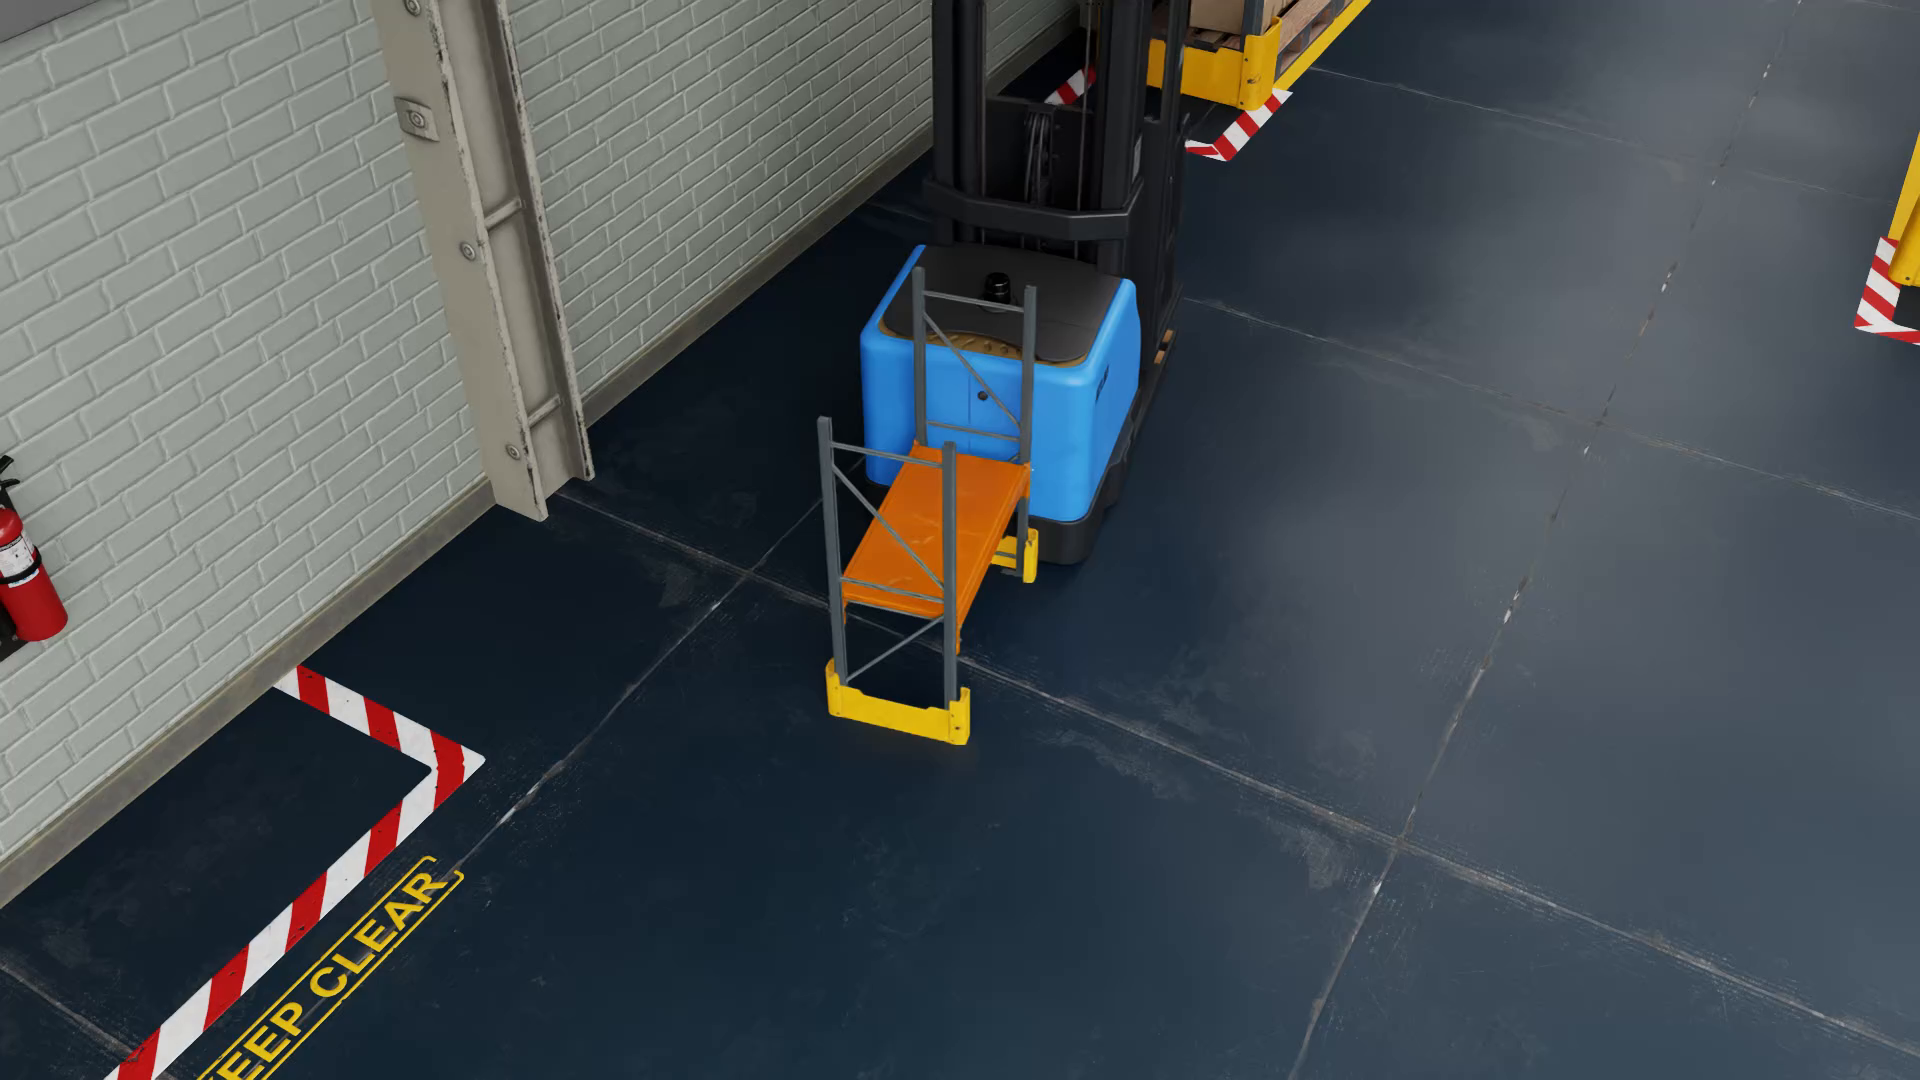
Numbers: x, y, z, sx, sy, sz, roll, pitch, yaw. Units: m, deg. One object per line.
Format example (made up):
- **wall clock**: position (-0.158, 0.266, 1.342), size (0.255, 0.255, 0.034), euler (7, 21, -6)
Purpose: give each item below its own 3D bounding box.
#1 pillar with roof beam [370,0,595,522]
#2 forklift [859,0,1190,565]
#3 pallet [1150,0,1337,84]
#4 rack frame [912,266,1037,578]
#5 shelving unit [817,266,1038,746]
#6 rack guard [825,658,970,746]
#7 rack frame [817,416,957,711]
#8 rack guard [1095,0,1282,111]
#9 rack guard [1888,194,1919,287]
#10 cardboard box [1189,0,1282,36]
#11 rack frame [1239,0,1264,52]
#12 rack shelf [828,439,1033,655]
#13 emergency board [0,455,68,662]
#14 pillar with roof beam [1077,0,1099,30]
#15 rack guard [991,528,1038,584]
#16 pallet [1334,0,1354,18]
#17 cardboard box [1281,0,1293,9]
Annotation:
- **pillar with roof beam**: position (1.763, -2.200, 3.255), size (9.100, 9.000, 0.400), euler (21, 45, 22)
- **forklift**: position (0.495, -1.976, 7.591), size (1.130, 2.935, 3.031), euler (12, 43, 13)
- **pallet**: position (1.912, -3.569, 11.459), size (1.003, 0.211, 1.213), euler (21, 45, 22)
- **rack frame**: position (0.054, -0.451, 6.943), size (0.500, 1.500, 0.032), euler (12, 43, 13)
- **shelving unit**: position (-0.097, -0.137, 6.586), size (0.587, 1.500, 1.083), euler (12, 43, 13)
- **rack guard**: position (-0.248, 0.646, 6.643), size (0.587, 0.250, 0.087), euler (12, 43, 13)
- **rack frame**: position (-0.254, 0.189, 6.216), size (0.500, 1.500, 0.032), euler (12, 43, 13)
- **rack guard**: position (1.475, -3.225, 10.849), size (1.175, 0.500, 0.348), euler (21, 45, 22)
- **rack guard**: position (5.716, -1.531, 8.926), size (1.175, 0.500, 0.348), euler (21, 45, 22)
- **cardboard box**: position (1.861, -3.641, 11.132), size (0.500, 0.311, 0.500), euler (16, 44, 17)
- **rack frame**: position (1.437, -4.119, 9.973), size (1.000, 3.000, 0.127), euler (21, 45, 22)
- **rack shelf**: position (-0.100, 0.004, 6.698), size (0.538, 0.185, 1.000), euler (12, 43, 13)
- **emergency board**: position (-3.234, 0.029, 5.263), size (0.194, 1.169, 0.643), euler (21, 45, 22)
- **pillar with roof beam**: position (4.766, -5.634, 7.154), size (9.100, 9.000, 0.400), euler (21, 45, 22)
- **rack guard**: position (0.054, 0.019, 7.355), size (0.587, 0.250, 0.087), euler (12, 43, 13)
- **pallet**: position (2.524, -4.265, 12.249), size (1.003, 0.211, 1.213), euler (21, 45, 22)
- **cardboard box**: position (2.147, -3.968, 11.503), size (0.500, 0.311, 0.500), euler (25, 47, 25)
